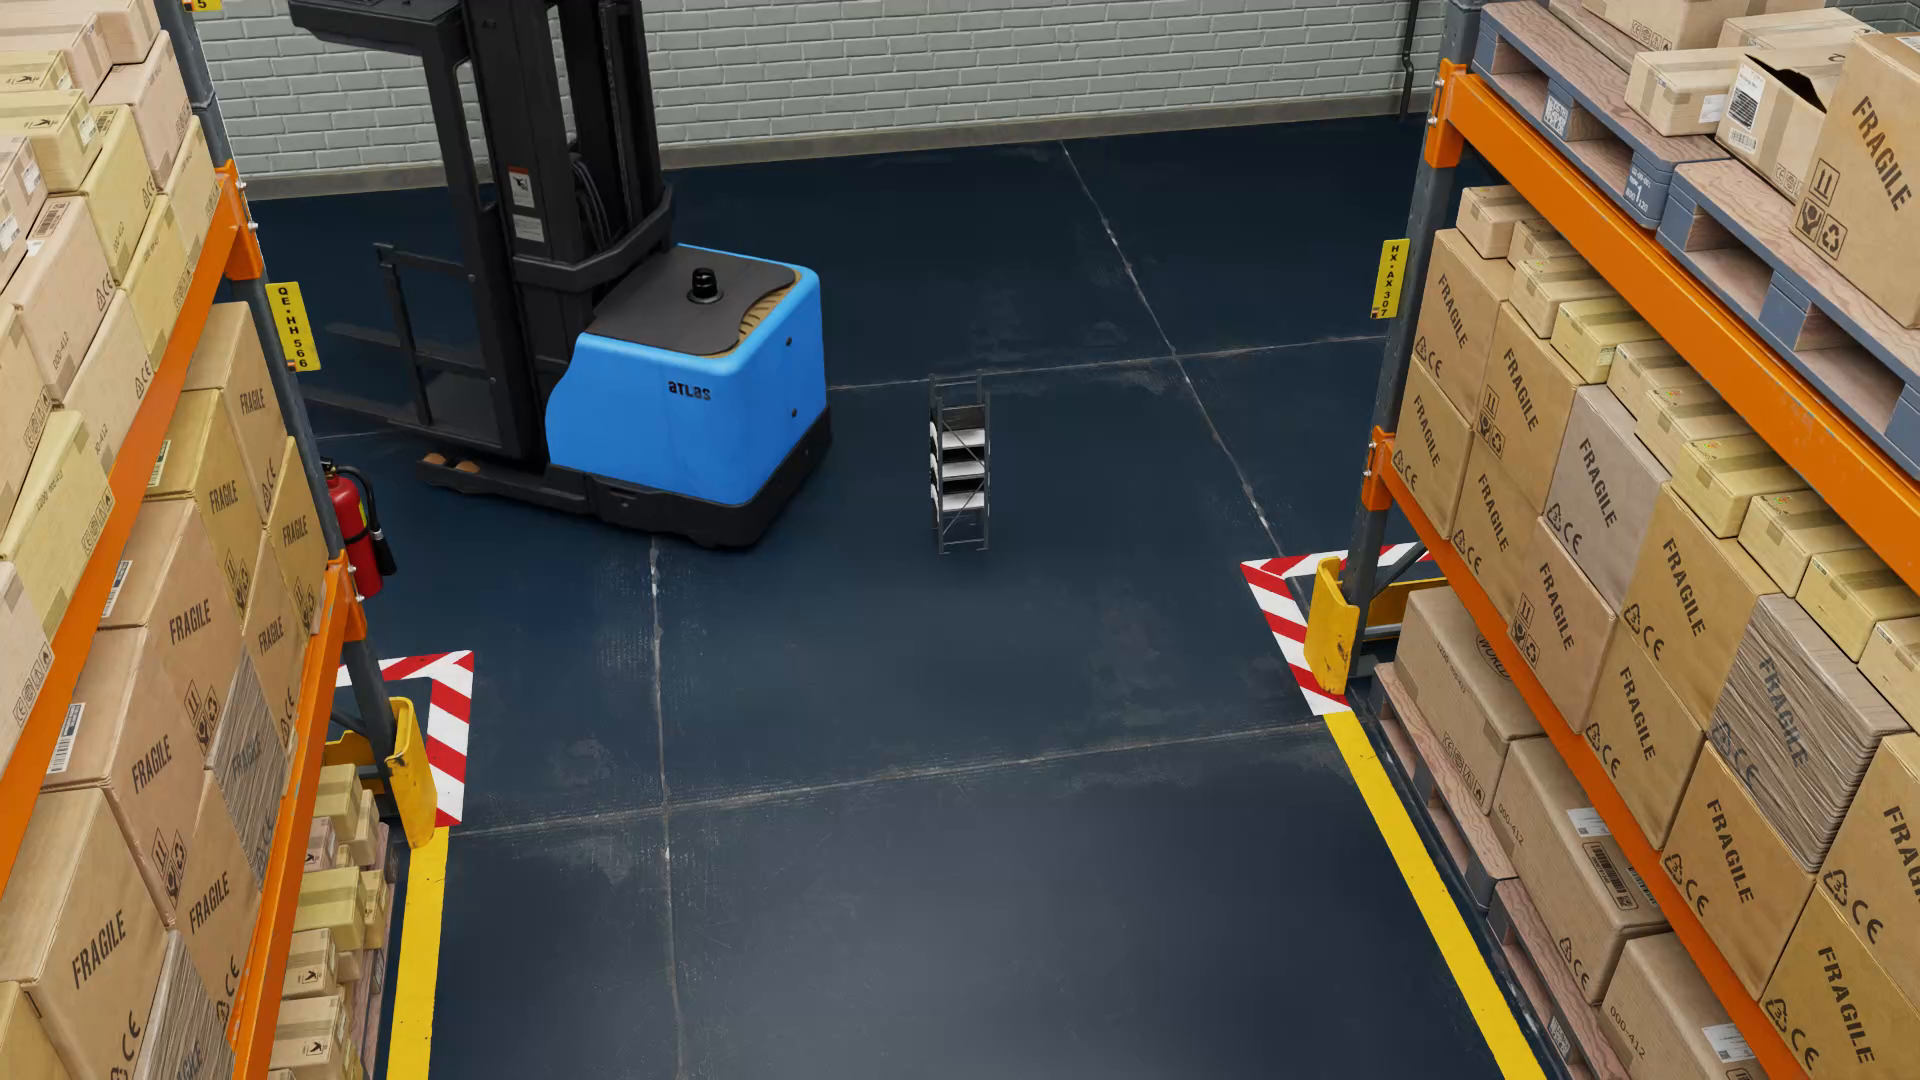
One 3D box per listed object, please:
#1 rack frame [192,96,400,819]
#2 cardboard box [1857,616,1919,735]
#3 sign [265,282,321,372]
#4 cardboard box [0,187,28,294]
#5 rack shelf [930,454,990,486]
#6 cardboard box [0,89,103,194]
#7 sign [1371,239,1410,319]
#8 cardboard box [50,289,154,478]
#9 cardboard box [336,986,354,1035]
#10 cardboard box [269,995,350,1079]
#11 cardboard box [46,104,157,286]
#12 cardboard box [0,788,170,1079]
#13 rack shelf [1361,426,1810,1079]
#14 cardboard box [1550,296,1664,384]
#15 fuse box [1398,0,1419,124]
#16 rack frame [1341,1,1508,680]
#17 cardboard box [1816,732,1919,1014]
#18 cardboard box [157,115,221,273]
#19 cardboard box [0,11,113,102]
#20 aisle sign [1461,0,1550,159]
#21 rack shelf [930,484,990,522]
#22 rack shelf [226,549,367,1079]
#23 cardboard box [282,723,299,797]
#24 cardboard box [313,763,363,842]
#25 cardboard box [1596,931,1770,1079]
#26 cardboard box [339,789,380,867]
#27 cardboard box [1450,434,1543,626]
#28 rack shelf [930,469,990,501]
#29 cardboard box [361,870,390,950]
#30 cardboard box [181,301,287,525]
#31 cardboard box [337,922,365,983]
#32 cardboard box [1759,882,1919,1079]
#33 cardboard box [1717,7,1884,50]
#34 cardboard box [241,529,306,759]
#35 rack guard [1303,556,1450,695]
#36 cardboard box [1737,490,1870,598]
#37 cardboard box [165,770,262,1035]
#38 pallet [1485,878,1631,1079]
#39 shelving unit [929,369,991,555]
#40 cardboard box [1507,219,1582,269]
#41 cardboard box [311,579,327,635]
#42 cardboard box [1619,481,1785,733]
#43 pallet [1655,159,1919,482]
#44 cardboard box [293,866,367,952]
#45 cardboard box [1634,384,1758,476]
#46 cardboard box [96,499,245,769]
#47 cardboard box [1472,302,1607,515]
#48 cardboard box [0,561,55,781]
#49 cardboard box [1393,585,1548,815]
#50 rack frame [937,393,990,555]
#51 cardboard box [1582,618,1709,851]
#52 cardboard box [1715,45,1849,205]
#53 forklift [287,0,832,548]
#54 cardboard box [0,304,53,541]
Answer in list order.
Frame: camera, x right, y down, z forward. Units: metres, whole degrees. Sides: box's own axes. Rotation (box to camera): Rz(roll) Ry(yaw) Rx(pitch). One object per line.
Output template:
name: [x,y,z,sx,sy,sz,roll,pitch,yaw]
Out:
rack frame: [-2.709,-0.058,5.780,1.000,3.000,0.127,-6,38,-8]
cardboard box: [2.365,0.301,3.892,0.380,0.149,0.250,-7,38,-8]
sign: [-2.160,-0.688,5.389,0.100,0.325,0.005,-6,38,-8]
cardboard box: [-2.168,-0.592,3.412,0.380,0.149,0.250,-5,38,-7]
rack shelf: [-0.001,-0.334,7.901,0.258,0.077,0.200,-6,38,-8]
cardboard box: [-2.216,-0.907,3.817,0.380,0.149,0.250,-6,38,-7]
sign: [1.599,-0.969,6.182,0.100,0.325,0.005,-6,38,-8]
cardboard box: [-2.199,-0.329,3.805,0.500,0.250,0.500,-5,38,-6]
cardboard box: [-2.249,1.658,5.552,0.380,0.149,0.250,-6,38,-7]
cardboard box: [-2.124,1.580,5.168,0.380,0.149,0.250,-5,38,-6]
cardboard box: [-2.287,-0.821,4.032,0.500,0.250,0.500,-7,38,-9]
cardboard box: [-2.011,0.888,3.423,0.500,0.500,0.500,-6,38,-7]
rack shelf: [2.497,0.841,5.209,1.077,0.370,4.000,-6,38,-8]
cardboard box: [2.049,-0.621,5.079,0.380,0.149,0.250,-7,38,-9]
fuse box: [3.228,-3.684,11.497,0.539,1.711,0.414,-6,38,-8]
rack frame: [2.146,-0.652,6.544,1.000,3.000,0.127,-6,38,-8]
cardboard box: [2.412,0.767,3.821,0.500,0.500,0.500,-7,38,-9]
cardboard box: [-2.369,-0.937,4.589,0.500,0.250,0.500,-7,38,-9]
cardboard box: [-2.394,-1.212,4.210,0.380,0.149,0.250,-6,38,-7]
aisle sign: [1.848,-1.690,5.762,0.394,0.787,0.004,-6,38,-8]
rack shelf: [-0.001,-0.192,8.011,0.258,0.077,0.200,-6,38,-8]
rack shelf: [-2.359,1.434,4.446,1.077,0.370,4.000,-6,38,-8]
cardboard box: [-2.241,0.663,5.056,0.380,0.149,0.250,-5,38,-7]
cardboard box: [-2.367,0.959,5.967,0.380,0.149,0.250,-6,38,-7]
cardboard box: [2.686,1.679,5.290,0.875,0.438,0.875,-7,38,-9]
cardboard box: [-2.336,1.072,6.063,0.380,0.149,0.250,-7,38,-9]
cardboard box: [2.064,-0.068,5.711,0.500,0.500,0.500,-7,38,-9]
rack shelf: [-0.001,-0.263,7.956,0.258,0.077,0.200,-6,38,-8]
cardboard box: [-2.267,1.342,5.959,0.380,0.149,0.250,-5,38,-7]
cardboard box: [-2.384,-0.360,5.030,0.500,0.500,0.500,-7,38,-9]
cardboard box: [-2.243,1.386,5.660,0.380,0.149,0.250,-8,39,-10]
cardboard box: [2.419,1.162,4.128,0.500,0.500,0.500,-7,38,-9]
cardboard box: [2.466,-1.435,4.889,0.380,0.149,0.250,-9,39,-11]
cardboard box: [-2.292,0.340,4.943,0.500,0.500,0.500,-7,38,-9]
rack guard: [2.142,0.321,7.329,1.175,0.500,0.348,-6,38,-8]
cardboard box: [2.260,-0.004,4.284,0.380,0.149,0.250,-6,38,-8]
cardboard box: [-2.116,0.948,4.161,0.500,0.500,0.500,-4,38,-6]
pallet: [2.574,1.659,5.842,1.003,0.211,1.213,-6,38,-8]
shelving unit: [-0.001,-0.360,7.880,0.258,0.900,0.210,-6,38,-8]
cardboard box: [2.052,-0.947,5.499,0.380,0.149,0.250,-5,38,-7]
cardboard box: [-2.374,0.208,5.642,0.380,0.149,0.250,-6,38,-8]
cardboard box: [2.234,0.157,4.606,0.500,0.500,0.500,-6,38,-8]
pallet: [2.504,-0.616,4.125,1.003,0.211,1.213,-6,38,-8]
cardboard box: [-2.209,1.260,5.579,0.380,0.149,0.250,-7,38,-9]
cardboard box: [2.149,-0.313,4.682,0.380,0.149,0.250,-6,38,-8]
cardboard box: [-2.195,0.259,4.233,0.500,0.500,0.500,-4,38,-6]
cardboard box: [2.047,-0.454,5.393,0.500,0.500,0.500,-7,38,-9]
cardboard box: [-1.998,0.306,2.988,0.500,0.250,0.500,-5,38,-6]
cardboard box: [2.360,0.582,6.702,0.875,0.438,0.875,-7,38,-9]
rack frame: [0.016,-0.299,7.801,0.240,0.900,0.006,-6,38,-8]
cardboard box: [2.240,0.542,4.926,0.500,0.500,0.500,-5,38,-6]
cardboard box: [2.359,-1.097,4.321,0.500,0.311,0.500,-6,38,-7]
forklift: [-2.242,-1.678,7.921,3.031,2.935,1.130,13,40,16]
cardboard box: [-2.123,-0.206,3.239,0.500,0.250,0.500,-8,39,-10]
